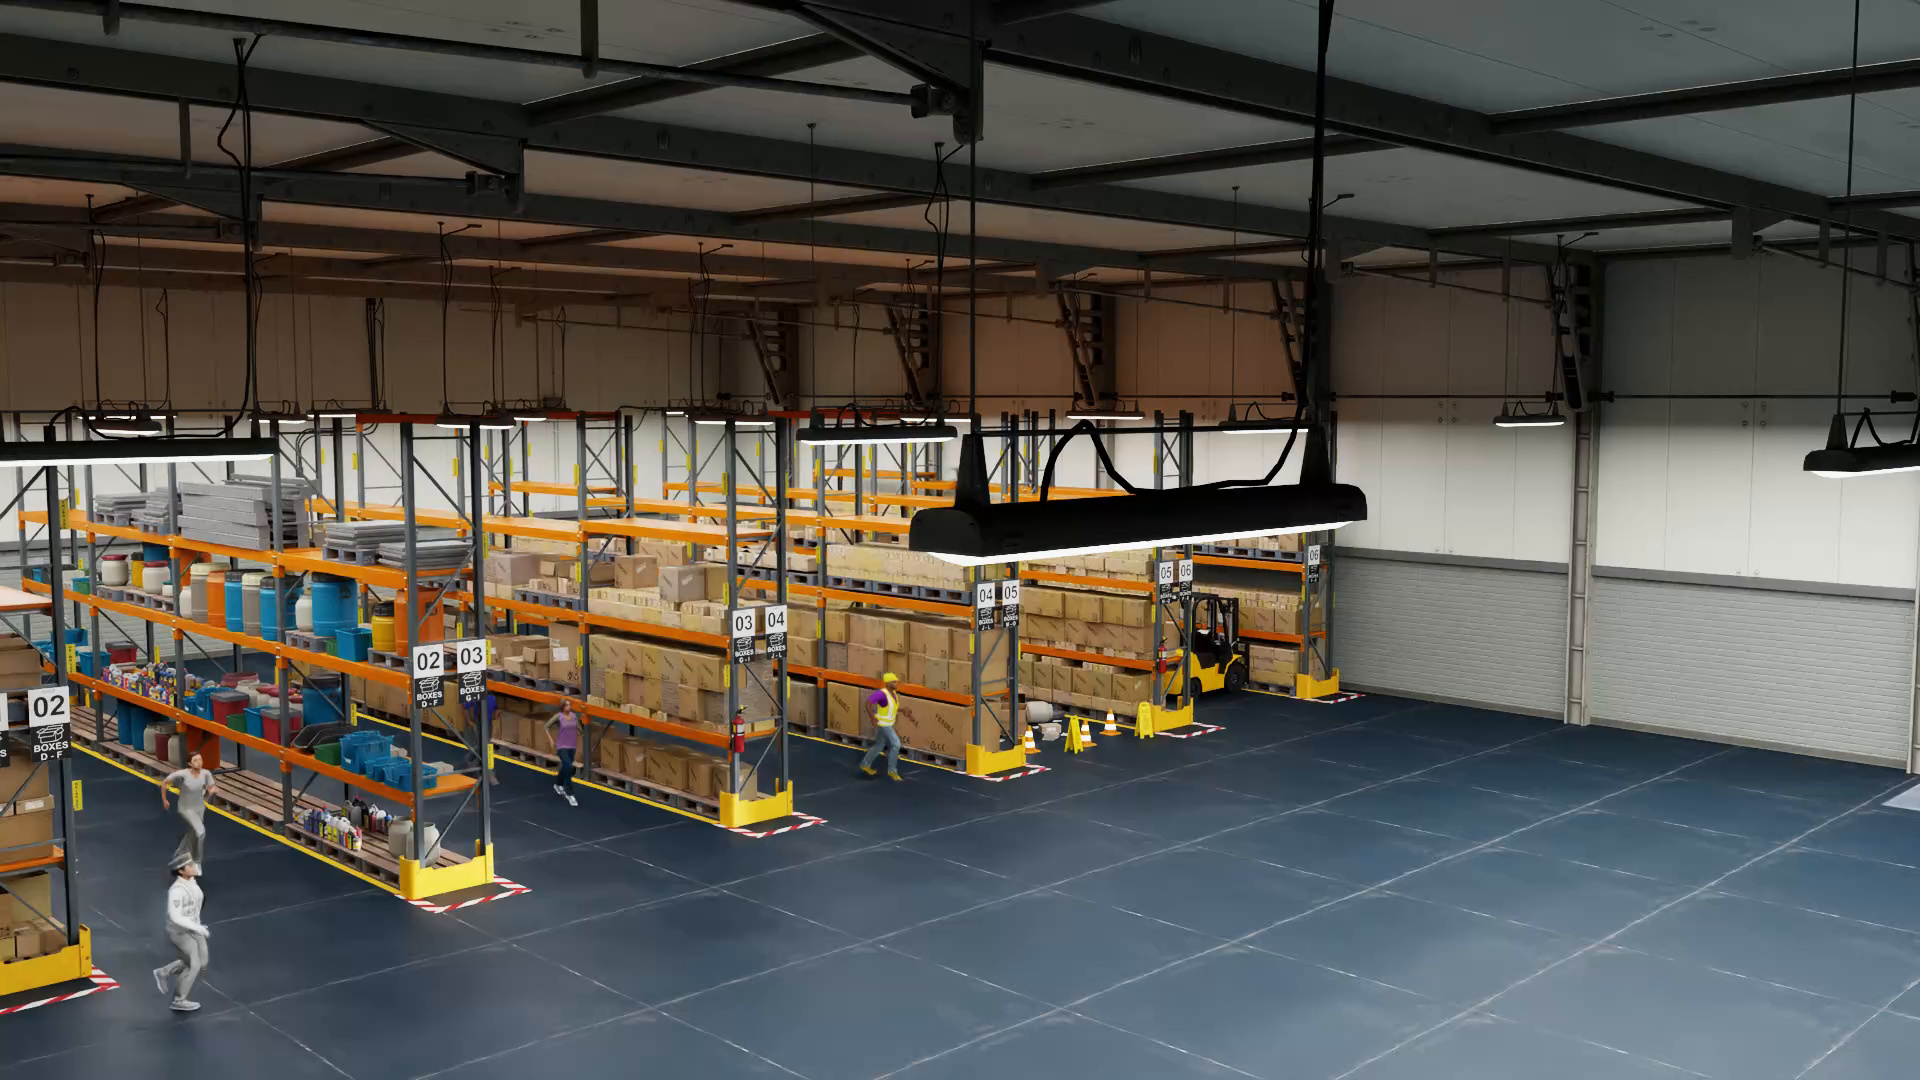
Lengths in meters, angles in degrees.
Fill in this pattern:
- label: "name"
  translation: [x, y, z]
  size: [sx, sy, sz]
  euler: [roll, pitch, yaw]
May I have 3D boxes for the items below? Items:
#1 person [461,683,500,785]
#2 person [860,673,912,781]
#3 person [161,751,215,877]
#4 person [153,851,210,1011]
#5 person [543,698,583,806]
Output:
- label: "person"
  translation: [-7.859, 3.150, 27.384]
  size: [1.018, 1.694, 0.542]
  euler: [4, 6, 39]
- label: "person"
  translation: [-1.242, 3.088, 27.473]
  size: [0.896, 1.815, 0.620]
  euler: [1, 5, 12]
- label: "person"
  translation: [-10.148, 3.595, 21.929]
  size: [0.801, 1.656, 0.590]
  euler: [3, 6, 34]
- label: "person"
  translation: [-8.017, 4.020, 17.148]
  size: [0.613, 1.660, 0.647]
  euler: [-1, 5, -8]
- label: "person"
  translation: [-6.160, 3.270, 25.941]
  size: [0.749, 1.638, 0.514]
  euler: [4, 6, 40]
